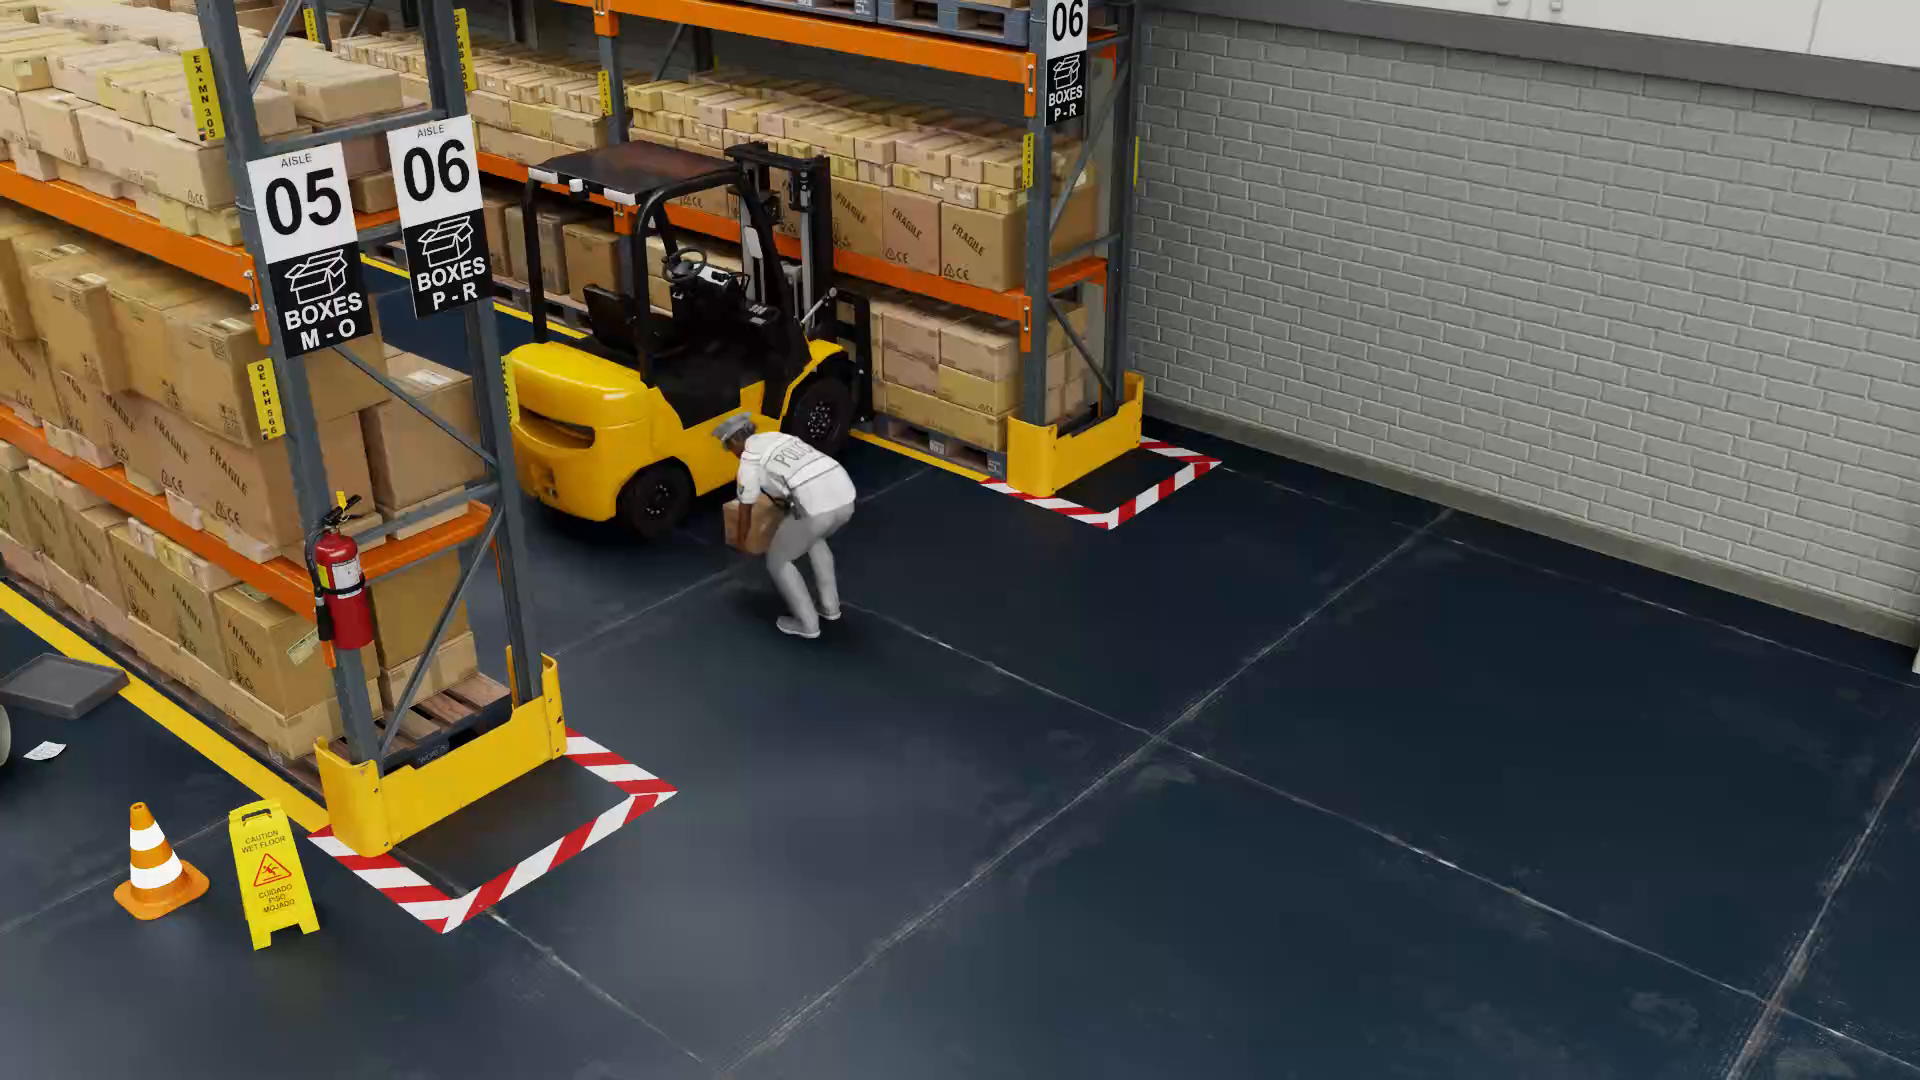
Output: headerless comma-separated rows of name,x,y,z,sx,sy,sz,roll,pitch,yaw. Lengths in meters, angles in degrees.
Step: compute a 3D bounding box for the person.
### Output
person,-0.995,-0.112,9.333,0.915,1.207,0.431,19,33,32
